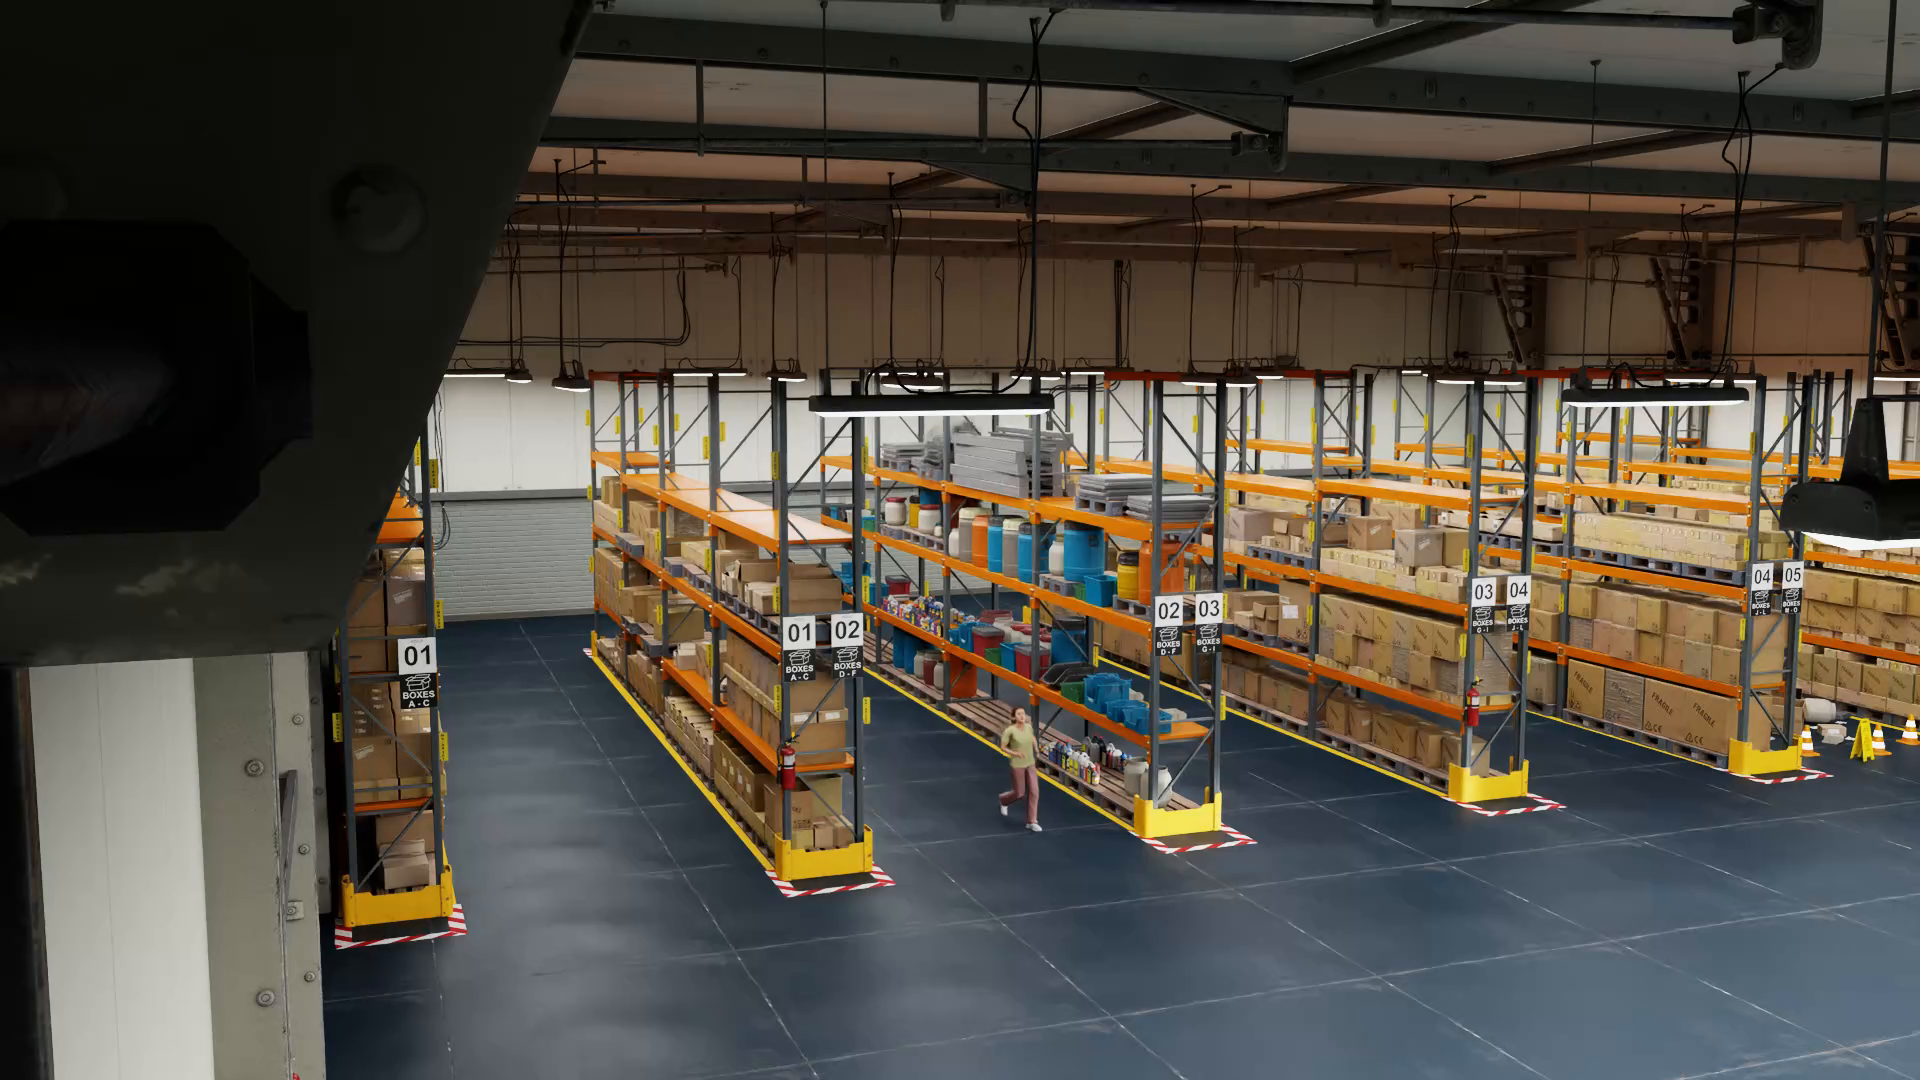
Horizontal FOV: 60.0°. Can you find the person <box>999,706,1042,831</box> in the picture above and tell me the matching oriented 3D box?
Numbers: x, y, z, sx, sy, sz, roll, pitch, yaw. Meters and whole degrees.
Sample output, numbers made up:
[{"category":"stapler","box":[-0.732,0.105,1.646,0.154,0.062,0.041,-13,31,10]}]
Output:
[{"category":"person","box":[0.868,3.040,22.317,0.592,1.609,0.867,-3,7,-25]}]

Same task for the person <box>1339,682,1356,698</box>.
[{"category":"person","box":[7.151,2.025,30.852,0.669,1.737,0.732,-3,7,-24]}]
